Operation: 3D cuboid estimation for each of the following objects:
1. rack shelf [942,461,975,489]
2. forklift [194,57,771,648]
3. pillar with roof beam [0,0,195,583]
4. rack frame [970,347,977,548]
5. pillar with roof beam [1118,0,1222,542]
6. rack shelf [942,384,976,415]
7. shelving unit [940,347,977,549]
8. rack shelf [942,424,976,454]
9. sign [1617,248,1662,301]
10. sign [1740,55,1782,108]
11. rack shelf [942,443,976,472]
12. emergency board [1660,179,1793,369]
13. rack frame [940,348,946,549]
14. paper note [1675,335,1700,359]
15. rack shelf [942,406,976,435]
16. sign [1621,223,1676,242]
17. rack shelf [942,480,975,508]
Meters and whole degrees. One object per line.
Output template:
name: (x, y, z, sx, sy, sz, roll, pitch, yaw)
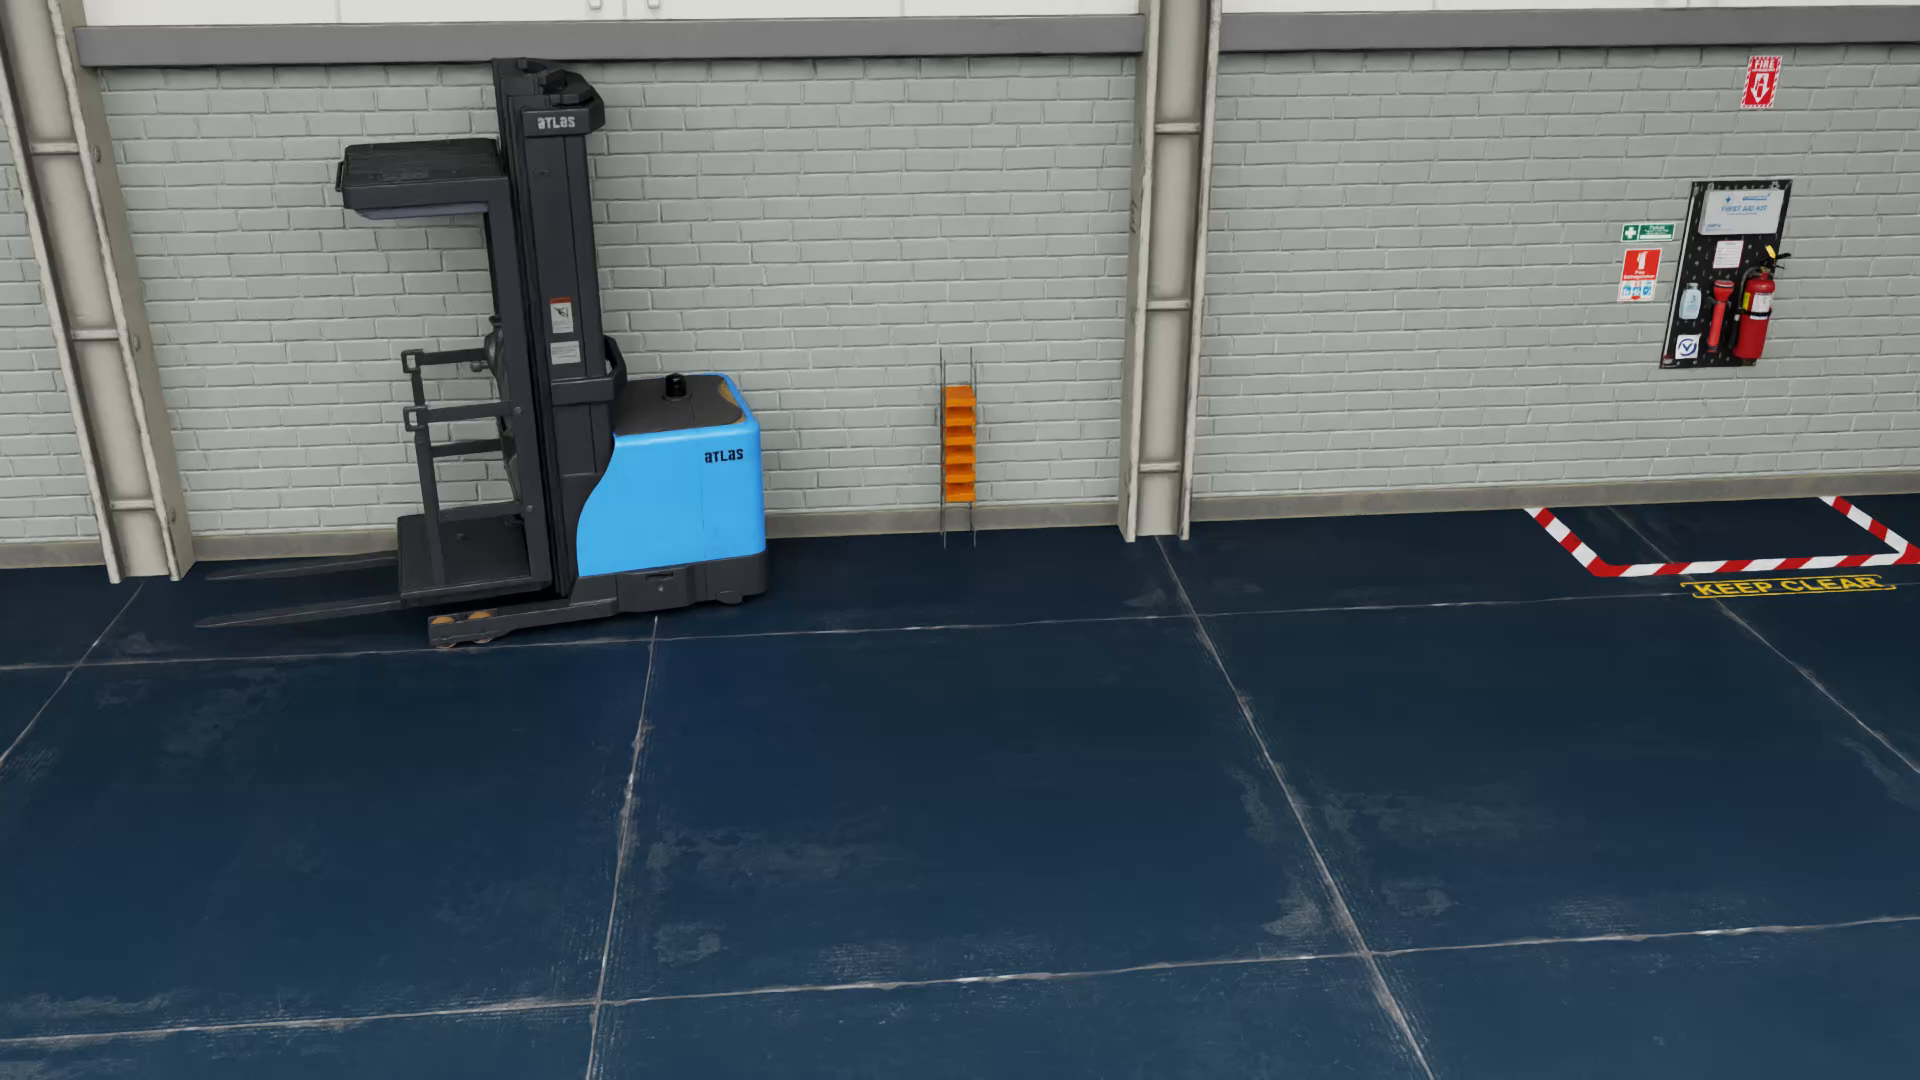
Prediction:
rack shelf: (-0.011, -0.394, 10.064, 0.180, 0.103, 0.258, -3, 24, -6)
forklift: (-2.656, -0.997, 8.885, 3.031, 2.935, 1.130, -7, 25, -16)
pillar with roof beam: (-4.345, -2.189, 4.096, 0.400, 9.000, 9.100, -2, 24, -5)
rack frame: (0.080, -0.548, 10.007, 0.006, 1.200, 0.240, -3, 24, -6)
pillar with roof beam: (1.626, -2.429, 4.635, 0.400, 9.000, 9.100, -2, 24, -5)
rack shelf: (-0.011, -0.833, 9.869, 0.180, 0.103, 0.258, -3, 24, -6)
shelving unit: (-0.011, -0.544, 9.997, 0.189, 1.200, 0.258, -3, 24, -6)
rack shelf: (-0.011, -0.613, 9.966, 0.180, 0.103, 0.258, -3, 24, -6)
sign: (4.151, -1.620, 10.157, 0.234, 0.329, 0.001, -2, 24, -5)
sign: (4.693, -2.683, 9.739, 0.199, 0.298, 0.001, -2, 24, -5)
rack shelf: (-0.011, -0.504, 10.015, 0.180, 0.103, 0.258, -3, 24, -6)
emergency board: (4.711, -1.584, 10.120, 0.643, 1.169, 0.194, -2, 24, -5)
rack frame: (-0.102, -0.540, 9.988, 0.006, 1.200, 0.240, -3, 24, -6)
paper note: (4.528, -1.202, 10.346, 0.142, 0.148, 0.016, -2, 24, -5)
rack shelf: (-0.011, -0.723, 9.918, 0.180, 0.103, 0.258, -3, 24, -6)
sign: (4.156, -1.858, 10.042, 0.331, 0.109, 0.001, -2, 24, -5)
rack shelf: (-0.011, -0.284, 10.113, 0.180, 0.103, 0.258, -3, 24, -6)
